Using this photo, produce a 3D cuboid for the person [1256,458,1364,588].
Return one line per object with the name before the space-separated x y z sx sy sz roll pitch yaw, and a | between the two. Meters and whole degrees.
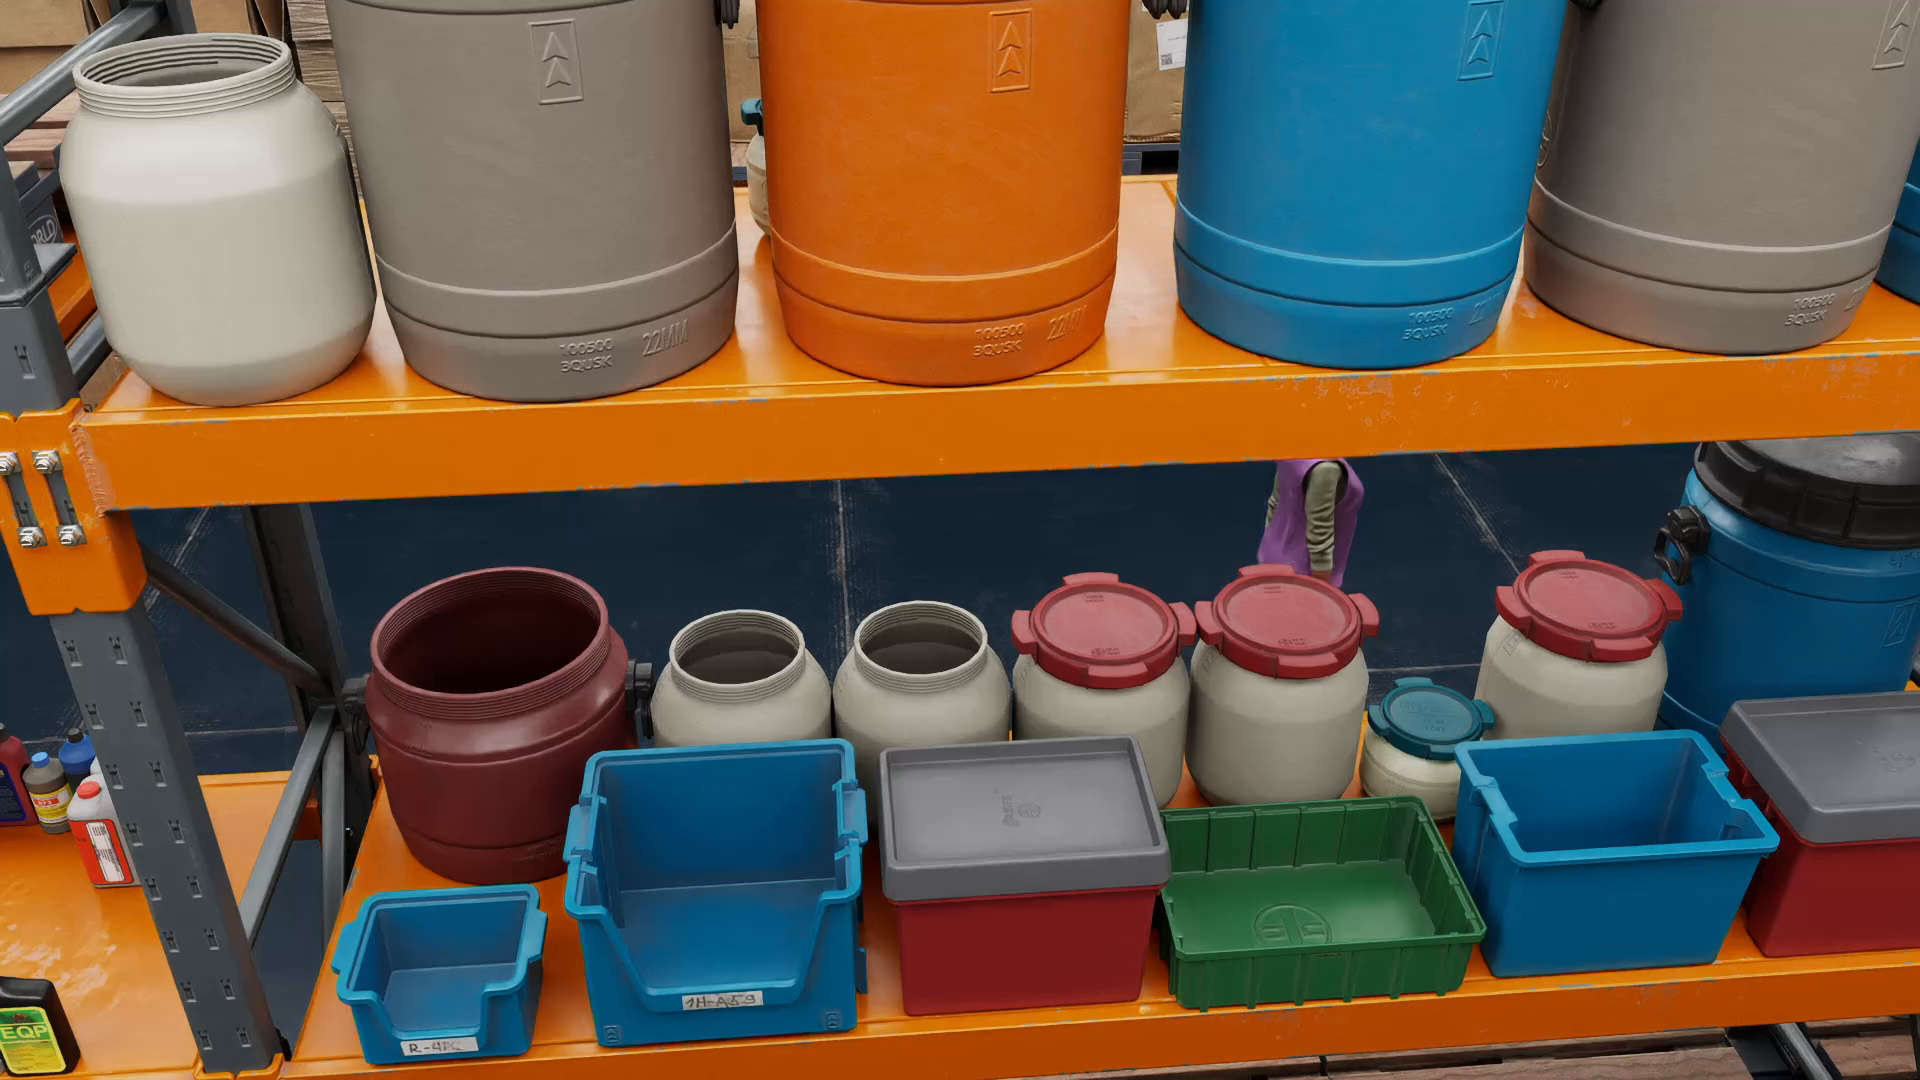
person | 1.149 0.174 5.846 0.471 1.588 0.584 -3 32 -5
